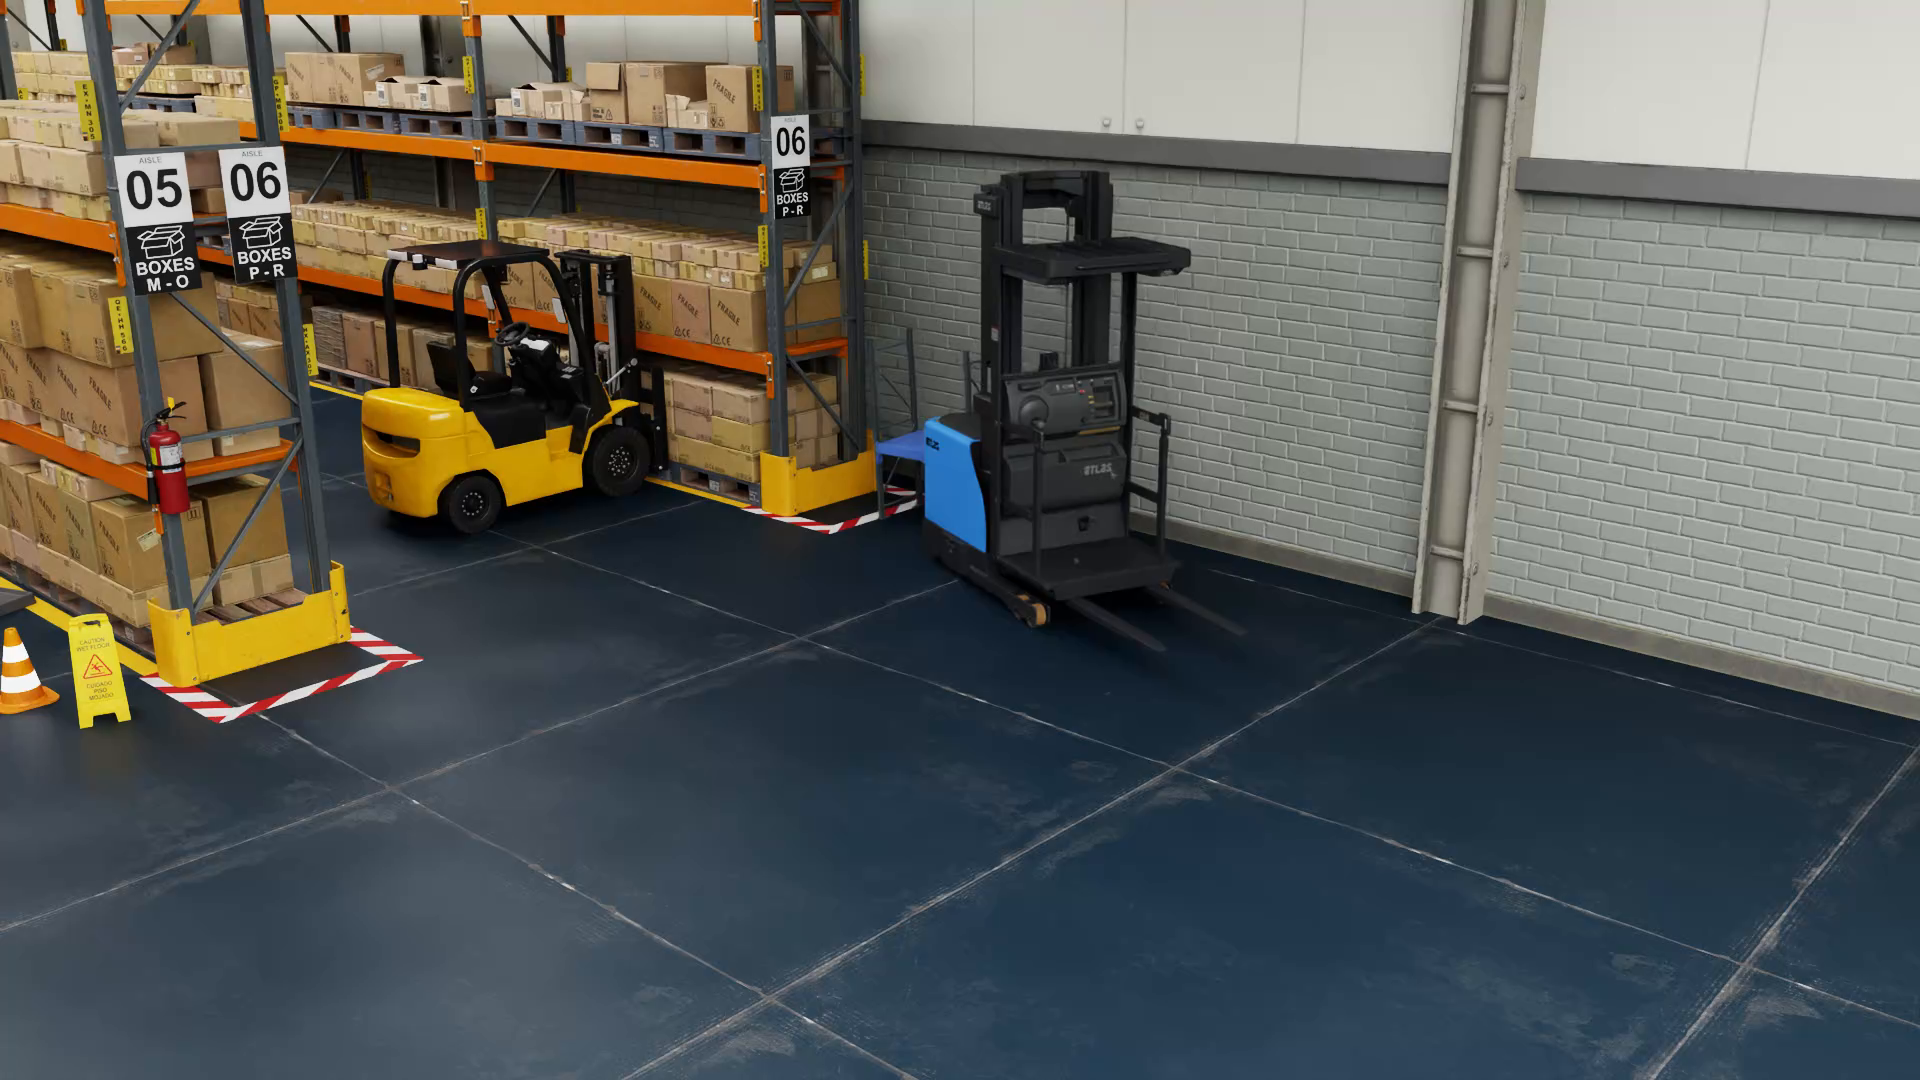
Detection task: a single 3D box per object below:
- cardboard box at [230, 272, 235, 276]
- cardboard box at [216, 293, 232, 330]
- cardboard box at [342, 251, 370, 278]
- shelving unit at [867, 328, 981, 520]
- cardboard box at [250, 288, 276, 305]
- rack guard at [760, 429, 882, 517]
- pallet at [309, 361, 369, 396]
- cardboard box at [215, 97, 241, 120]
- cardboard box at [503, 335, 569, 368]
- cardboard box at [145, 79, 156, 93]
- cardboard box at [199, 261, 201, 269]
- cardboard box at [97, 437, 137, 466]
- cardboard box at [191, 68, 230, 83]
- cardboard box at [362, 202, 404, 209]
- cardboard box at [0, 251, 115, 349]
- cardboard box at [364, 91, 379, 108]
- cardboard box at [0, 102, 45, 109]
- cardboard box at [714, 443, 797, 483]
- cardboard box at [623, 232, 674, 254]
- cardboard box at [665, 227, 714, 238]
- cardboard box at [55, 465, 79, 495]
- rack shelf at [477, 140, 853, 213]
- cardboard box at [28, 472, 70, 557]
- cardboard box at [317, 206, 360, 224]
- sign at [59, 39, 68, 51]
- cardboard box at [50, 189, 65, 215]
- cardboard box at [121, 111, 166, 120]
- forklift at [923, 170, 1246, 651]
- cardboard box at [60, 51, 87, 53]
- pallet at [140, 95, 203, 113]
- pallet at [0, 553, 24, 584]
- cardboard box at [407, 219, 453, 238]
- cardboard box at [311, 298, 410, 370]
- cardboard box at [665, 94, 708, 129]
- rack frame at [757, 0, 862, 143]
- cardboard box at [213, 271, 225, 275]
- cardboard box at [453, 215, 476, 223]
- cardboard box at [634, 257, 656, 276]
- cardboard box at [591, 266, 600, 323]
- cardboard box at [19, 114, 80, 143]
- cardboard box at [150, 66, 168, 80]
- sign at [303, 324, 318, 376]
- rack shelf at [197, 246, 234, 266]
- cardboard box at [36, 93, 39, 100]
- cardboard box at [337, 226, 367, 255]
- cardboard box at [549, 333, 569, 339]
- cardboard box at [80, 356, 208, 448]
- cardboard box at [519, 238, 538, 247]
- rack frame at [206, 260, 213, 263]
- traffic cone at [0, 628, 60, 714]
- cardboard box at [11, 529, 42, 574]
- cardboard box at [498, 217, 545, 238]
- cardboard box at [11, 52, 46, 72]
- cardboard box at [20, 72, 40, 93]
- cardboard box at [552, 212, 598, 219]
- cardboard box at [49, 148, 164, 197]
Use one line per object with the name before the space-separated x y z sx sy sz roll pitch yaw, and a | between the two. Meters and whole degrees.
cardboard box | -8.927 -3.294 20.898 0.250 0.149 0.380 16 24 41
cardboard box | -8.790 -2.745 20.242 0.500 0.500 0.500 14 22 37
cardboard box | -6.237 -2.973 17.769 0.500 0.250 0.500 14 22 38
shelving unit | -0.145 -0.861 13.268 1.048 1.500 0.538 13 23 40
cardboard box | -8.099 -2.863 19.541 0.250 0.149 0.380 14 22 37
rack guard | -1.168 -0.591 14.146 0.348 0.500 1.175 15 23 39
pallet | -6.579 -1.890 18.717 1.213 0.211 1.003 15 23 39
cardboard box | -8.091 -4.900 18.882 0.500 0.250 0.500 15 23 39
cardboard box | -4.024 -1.788 15.985 0.500 0.250 0.500 15 23 38
cardboard box | -9.436 -5.399 19.763 0.250 0.149 0.380 15 23 39
cardboard box | -9.843 -3.482 21.000 0.250 0.149 0.380 14 22 37
cardboard box | -5.162 -0.596 10.445 0.250 0.149 0.380 15 23 39
cardboard box | -8.593 -5.346 19.135 0.250 0.149 0.380 15 23 39
cardboard box | -6.368 -3.637 18.376 0.250 0.149 0.380 15 23 39
cardboard box | -5.828 -1.565 10.773 0.500 0.500 0.700 15 23 39
cardboard box | -5.778 -4.455 16.786 0.250 0.149 0.380 15 23 39
cardboard box | -6.707 -3.035 11.853 0.250 0.149 0.380 16 23 41
cardboard box | -1.747 -0.699 14.207 0.500 0.250 0.500 15 23 40
cardboard box | -2.745 -2.616 14.667 0.250 0.149 0.380 15 23 40
cardboard box | -2.433 -2.718 14.988 0.250 0.149 0.380 15 23 40
cardboard box | -5.755 -0.431 11.049 0.250 0.149 0.380 16 23 40
rack shelf | -2.682 -3.275 14.703 4.000 0.370 1.077 15 23 39
cardboard box | -6.015 -0.219 11.454 0.500 0.500 0.500 14 23 38
cardboard box | -6.717 -3.520 18.007 0.250 0.149 0.380 16 24 41
sign | -12.769 -6.973 23.701 0.005 0.325 0.100 15 23 39
cardboard box | -5.314 -2.085 10.179 0.250 0.149 0.380 16 24 41
cardboard box | -5.340 -2.677 10.726 0.250 0.149 0.380 15 23 39
forklift | 0.833 -0.958 11.285 1.130 2.935 3.031 -9 20 -26
cardboard box | -12.246 -6.607 22.942 0.500 0.250 0.500 14 22 38
pallet | -8.942 -5.182 19.833 1.003 0.211 1.213 15 23 39
pallet | -6.944 -0.010 12.795 1.213 0.211 1.003 15 23 39
cardboard box | -5.373 -3.163 16.883 0.250 0.149 0.380 14 23 38
cardboard box | -6.712 -2.333 18.736 0.625 0.625 0.875 16 24 41
cardboard box | -2.197 -3.549 13.739 0.258 0.266 0.396 15 23 39
rack frame | -1.186 -4.646 12.875 0.127 3.000 1.000 15 23 39
cardboard box | -9.397 -3.243 20.737 0.250 0.149 0.380 15 23 38
cardboard box | -5.024 -3.284 17.264 0.250 0.149 0.380 15 23 39
cardboard box | -2.607 -2.402 14.483 0.250 0.149 0.380 15 23 40
cardboard box | -3.239 -2.287 15.194 0.500 0.500 0.500 15 23 39
cardboard box | -5.631 -2.575 10.405 0.250 0.149 0.380 15 23 39
cardboard box | -9.380 -5.555 19.761 0.250 0.149 0.380 15 23 40
sign | -4.118 -1.198 10.498 0.005 0.325 0.100 15 23 39
rack shelf | -8.665 -3.452 20.218 4.000 0.370 1.077 15 23 39
cardboard box | -12.130 -5.931 22.297 0.250 0.149 0.380 15 23 39
cardboard box | -6.246 -3.206 17.675 0.500 0.250 0.500 14 23 38
cardboard box | -3.681 -1.901 16.341 0.500 0.250 0.500 16 23 40
cardboard box | -5.066 -0.899 10.329 0.500 0.500 0.500 15 23 38
cardboard box | -3.919 -2.772 15.648 0.250 0.149 0.380 16 23 41
rack frame | -10.161 -4.196 21.375 0.127 3.000 1.000 15 23 39
traffic cone | -5.655 0.752 9.978 0.334 0.463 0.336 15 23 39
cardboard box | -6.402 0.034 11.896 0.500 0.250 0.500 15 23 39
cardboard box | -4.136 -2.957 15.742 0.250 0.149 0.380 16 23 40
cardboard box | -12.620 -6.485 22.559 0.500 0.250 0.500 15 23 39
cardboard box | -12.234 -6.145 22.314 0.500 0.250 0.500 14 22 38
cardboard box | -3.738 -3.093 16.169 0.250 0.149 0.380 15 23 39
cardboard box | -5.039 -2.205 9.898 0.500 0.250 0.500 15 23 39
